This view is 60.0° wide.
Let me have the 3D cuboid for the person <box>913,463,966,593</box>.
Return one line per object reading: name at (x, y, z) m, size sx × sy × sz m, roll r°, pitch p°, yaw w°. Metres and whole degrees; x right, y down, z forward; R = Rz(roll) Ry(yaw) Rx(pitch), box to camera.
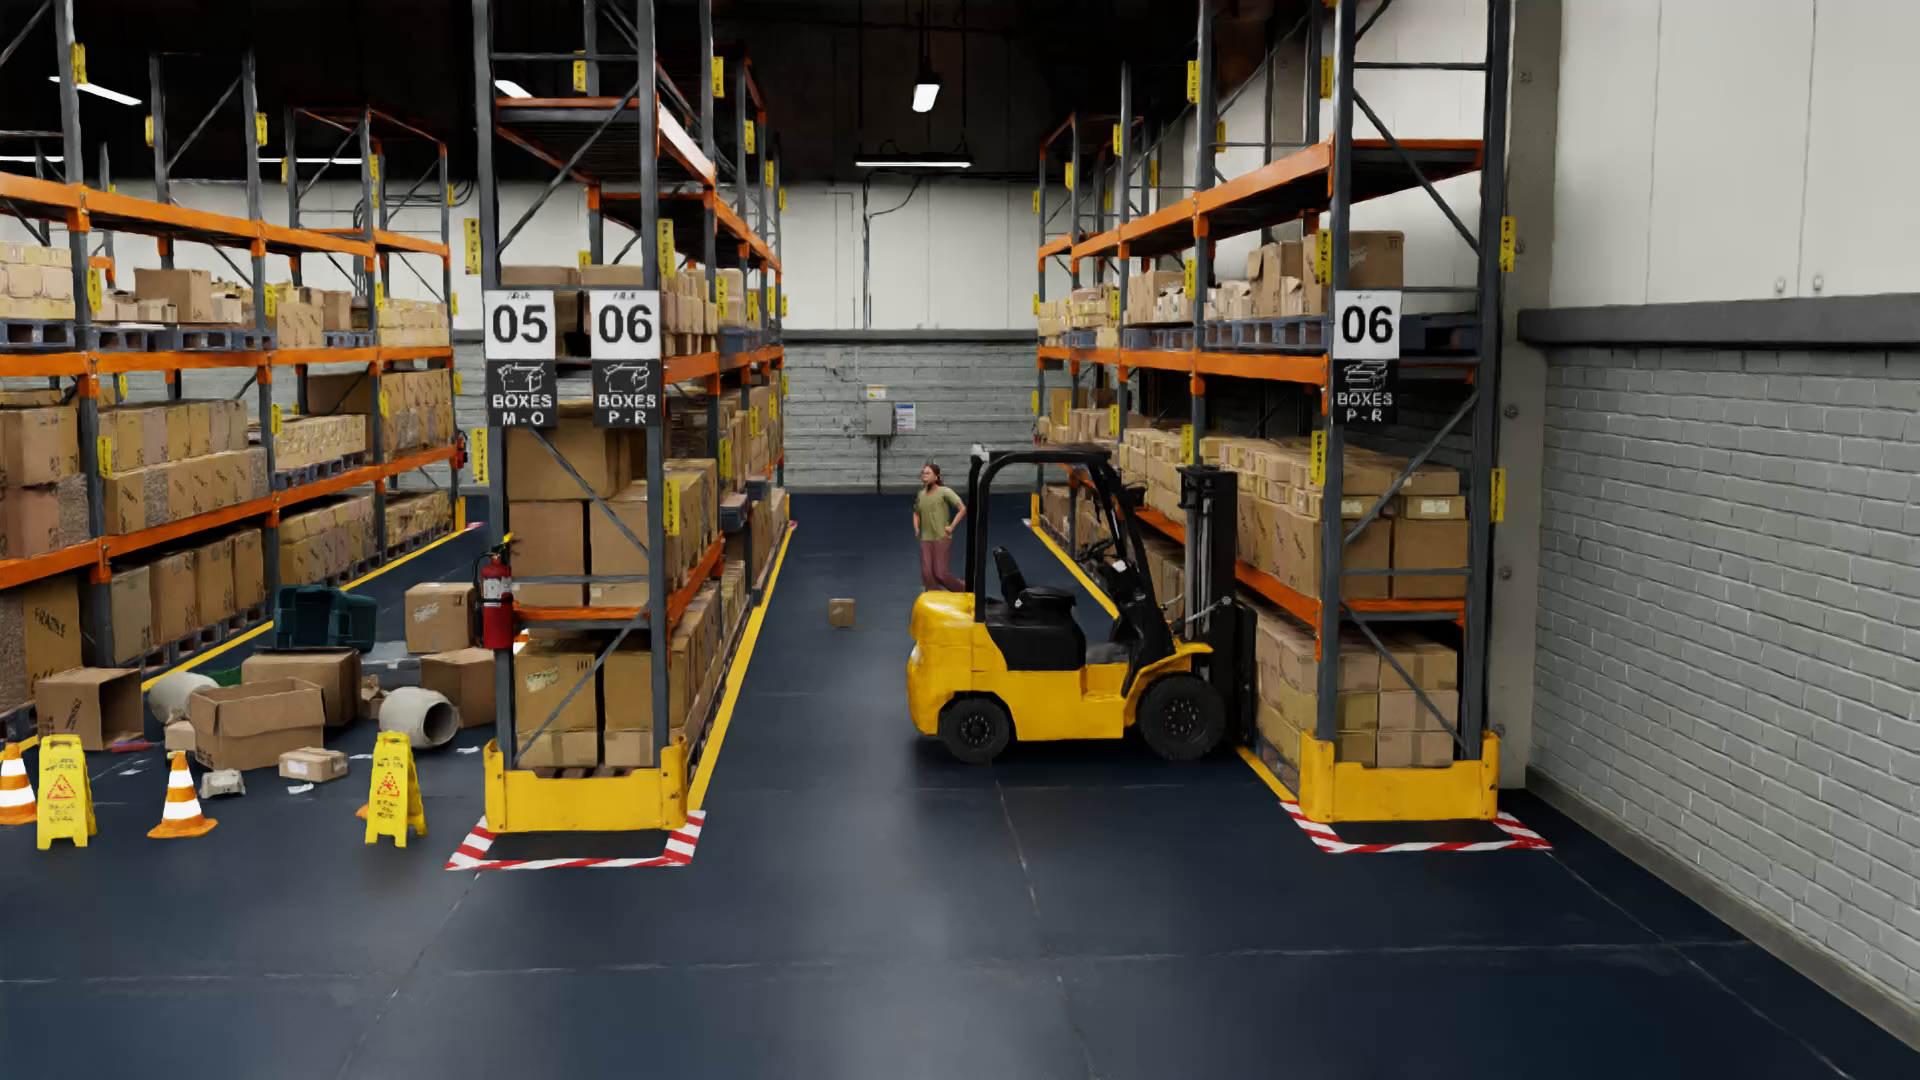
person at (-0.261, 0.003, 17.379) m, size 0.610 × 1.623 × 0.652 m, roll 5°, pitch 9°, yaw 37°
